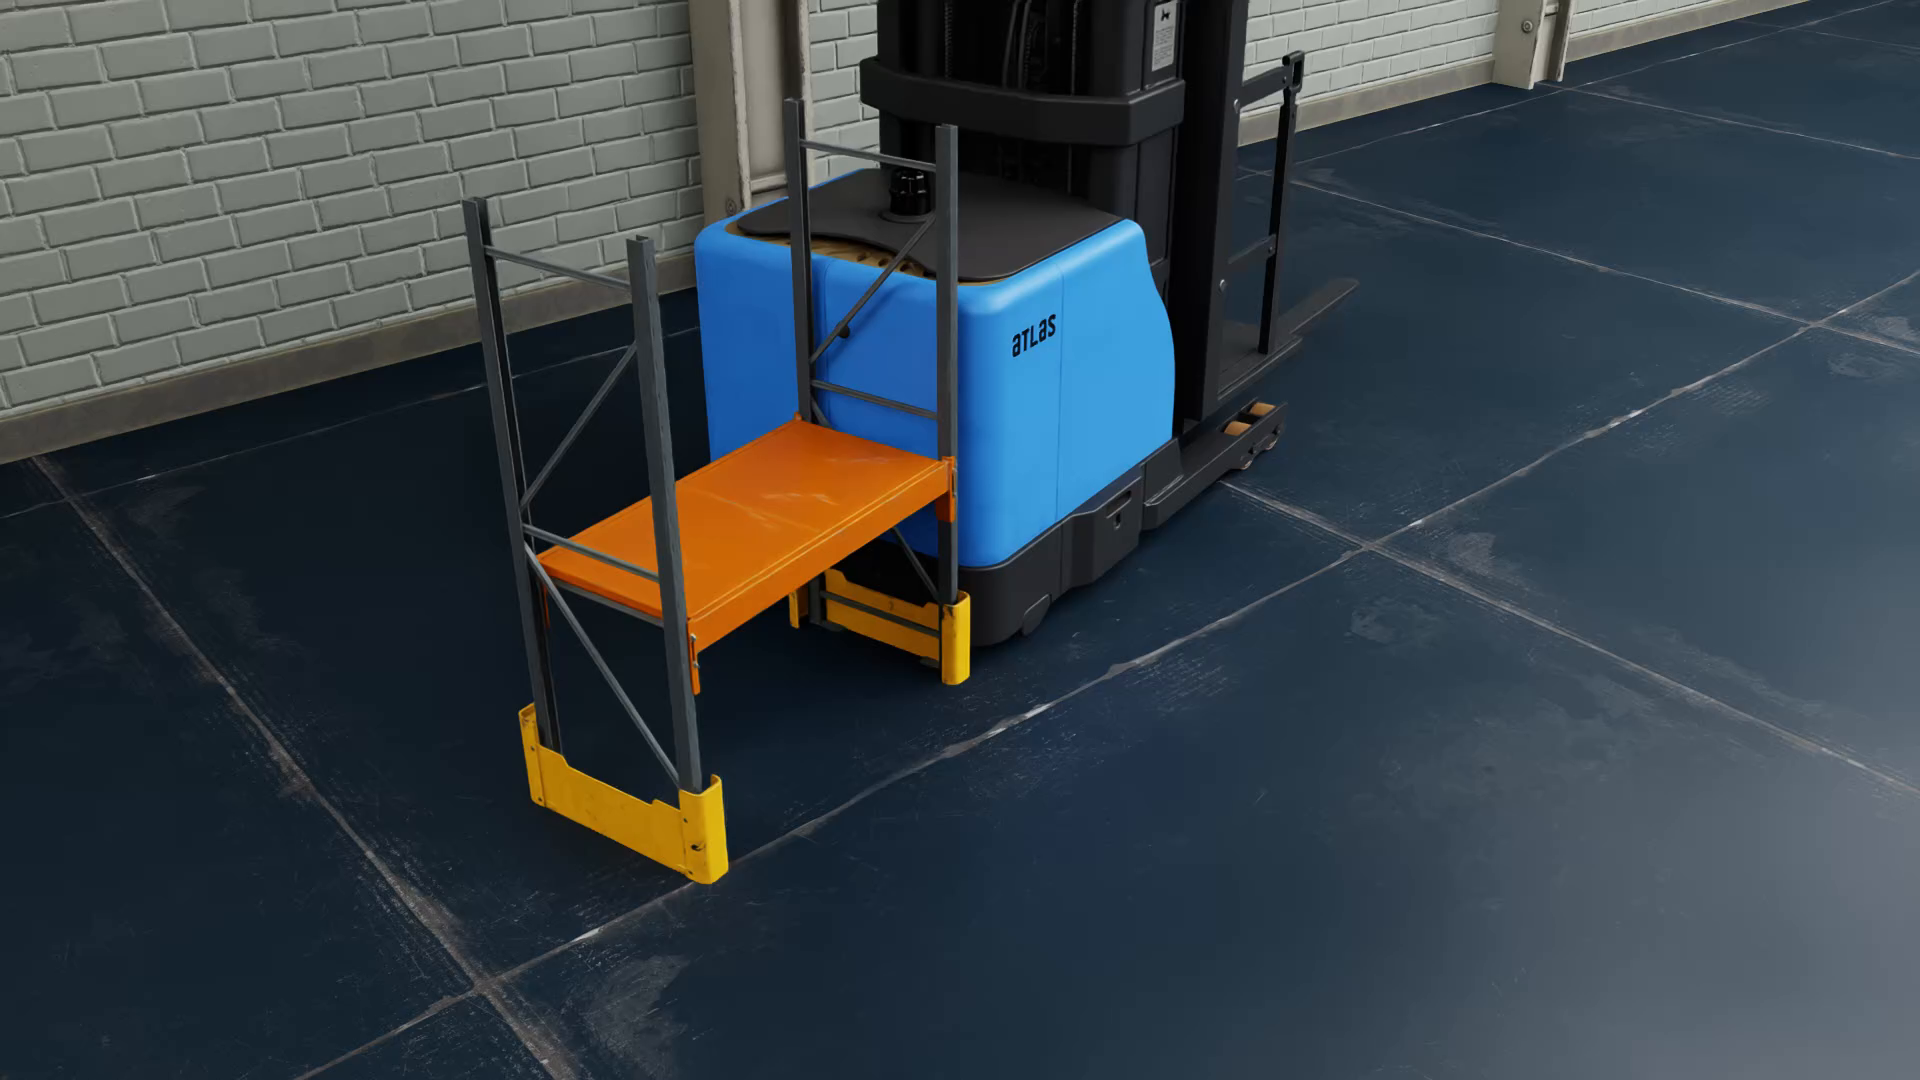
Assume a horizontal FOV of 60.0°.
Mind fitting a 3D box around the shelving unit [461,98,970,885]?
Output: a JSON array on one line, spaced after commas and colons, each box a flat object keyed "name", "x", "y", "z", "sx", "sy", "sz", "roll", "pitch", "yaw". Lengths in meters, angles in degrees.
[{"name": "shelving unit", "x": -0.511, "y": -0.161, "z": 3.960, "sx": 0.587, "sy": 1.500, "sz": 1.083, "roll": 18, "pitch": 33, "yaw": 30}]

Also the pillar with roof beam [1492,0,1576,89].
[{"name": "pillar with roof beam", "x": 6.486, "y": -5.427, "z": 5.858, "sx": 0.400, "sy": 9.000, "sz": 9.100, "roll": -22, "pitch": 35, "yaw": -35}]

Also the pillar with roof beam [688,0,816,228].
[{"name": "pillar with roof beam", "x": 1.921, "y": -3.592, "z": 2.423, "sx": 0.400, "sy": 9.000, "sz": 9.100, "roll": -22, "pitch": 35, "yaw": -35}]

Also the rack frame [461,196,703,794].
[{"name": "rack frame", "x": -0.792, "y": 0.034, "z": 3.596, "sx": 0.500, "sy": 1.500, "sz": 0.032, "roll": 18, "pitch": 33, "yaw": 30}]

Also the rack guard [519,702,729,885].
[{"name": "rack guard", "x": -0.791, "y": 0.584, "z": 3.891, "sx": 0.587, "sy": 0.250, "sz": 0.087, "roll": 18, "pitch": 33, "yaw": 30}]

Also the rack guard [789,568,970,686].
[{"name": "rack guard", "x": -0.231, "y": 0.196, "z": 4.618, "sx": 0.587, "sy": 0.250, "sz": 0.087, "roll": 18, "pitch": 33, "yaw": 30}]

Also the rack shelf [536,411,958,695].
[{"name": "rack shelf", "x": -0.506, "y": -0.006, "z": 4.052, "sx": 0.538, "sy": 0.185, "sz": 1.000, "roll": 18, "pitch": 33, "yaw": 30}]

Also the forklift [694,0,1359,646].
[{"name": "forklift", "x": 0.491, "y": -1.647, "z": 5.221, "sx": 1.130, "sy": 2.935, "sz": 3.031, "roll": 18, "pitch": 33, "yaw": 30}]

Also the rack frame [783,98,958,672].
[{"name": "rack frame", "x": -0.221, "y": -0.363, "z": 4.338, "sx": 0.500, "sy": 1.500, "sz": 0.032, "roll": 18, "pitch": 33, "yaw": 30}]
